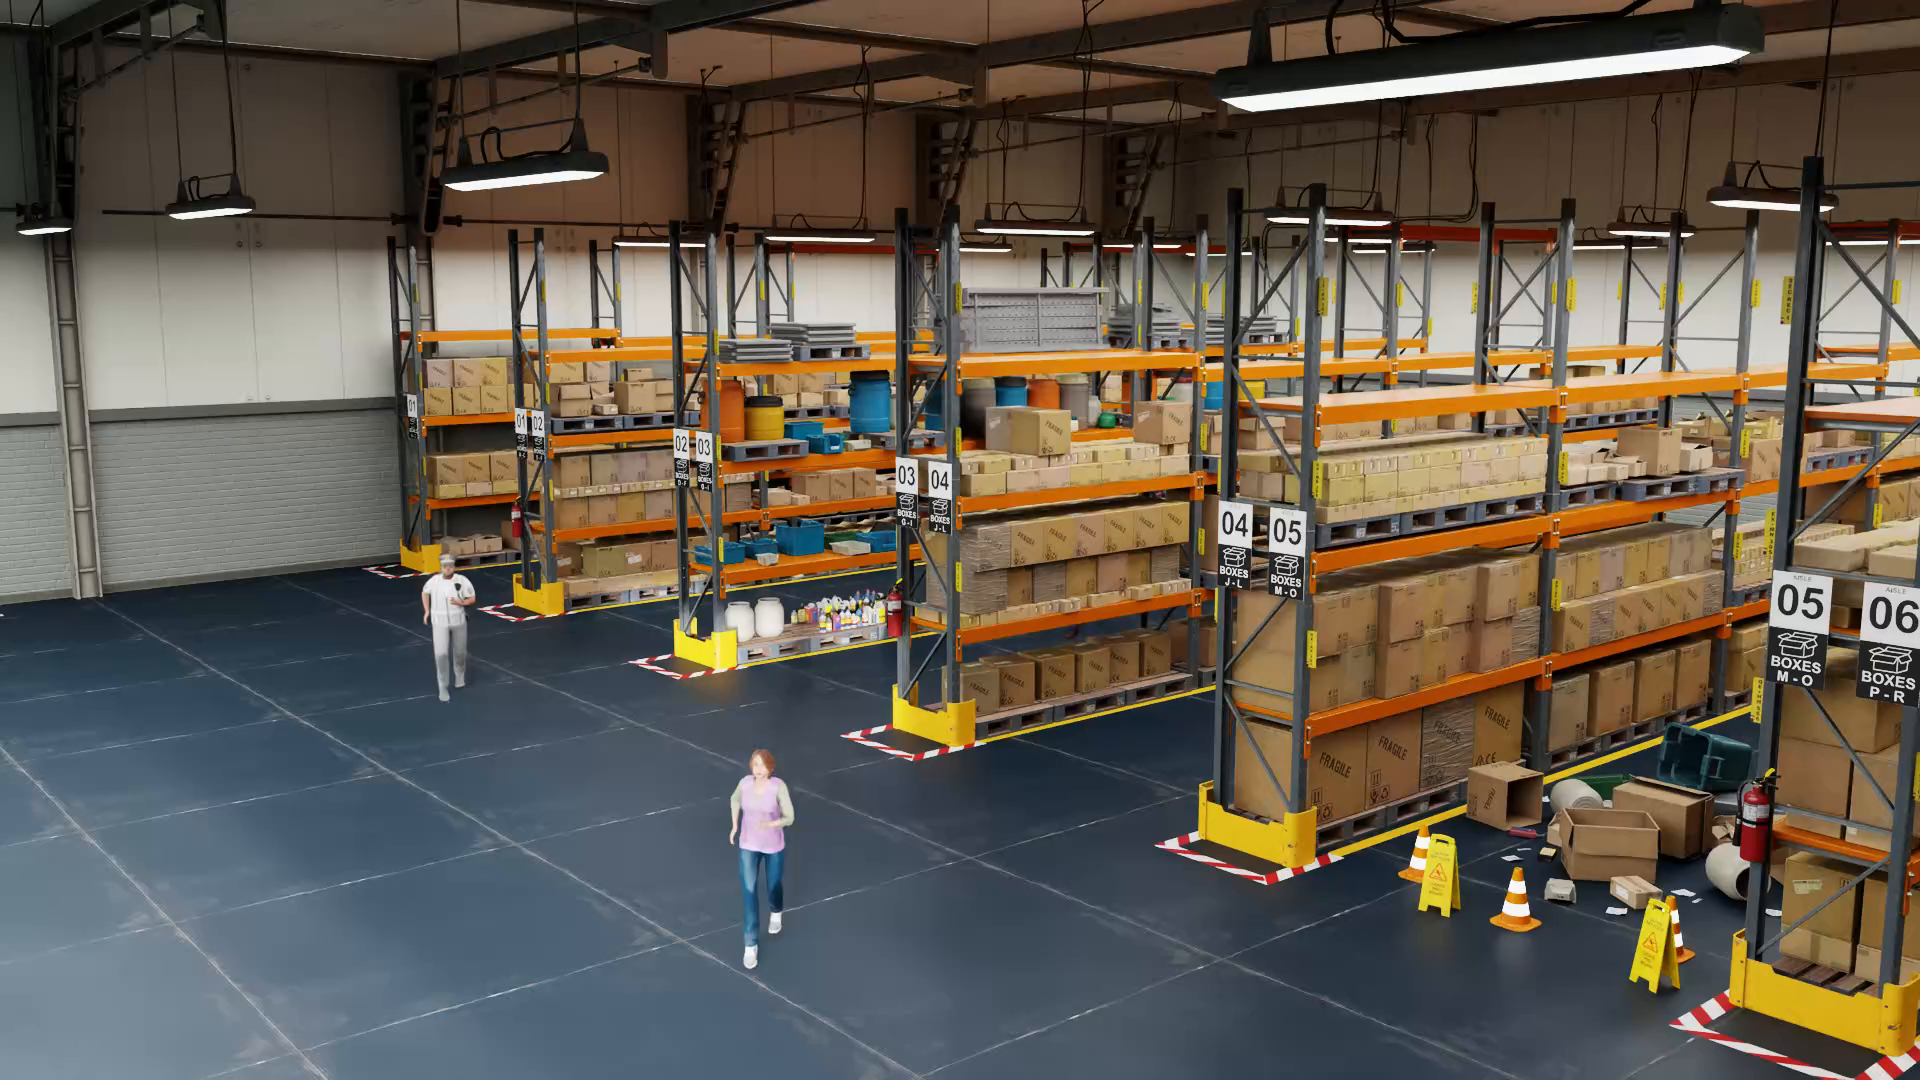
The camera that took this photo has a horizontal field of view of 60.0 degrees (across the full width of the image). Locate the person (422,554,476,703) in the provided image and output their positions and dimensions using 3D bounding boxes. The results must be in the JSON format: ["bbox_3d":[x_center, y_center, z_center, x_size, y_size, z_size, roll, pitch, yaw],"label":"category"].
[{"bbox_3d":[-6.434,1.078,20.984,0.643,1.829,0.837,-3,9,-17],"label":"person"}]

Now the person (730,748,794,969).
[{"bbox_3d":[-1.535,2.401,12.891,0.528,1.599,0.825,0,9,1],"label":"person"}]

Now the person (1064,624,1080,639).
[{"bbox_3d":[1.592,0.549,23.123,0.593,1.611,0.519,7,11,38],"label":"person"}]
